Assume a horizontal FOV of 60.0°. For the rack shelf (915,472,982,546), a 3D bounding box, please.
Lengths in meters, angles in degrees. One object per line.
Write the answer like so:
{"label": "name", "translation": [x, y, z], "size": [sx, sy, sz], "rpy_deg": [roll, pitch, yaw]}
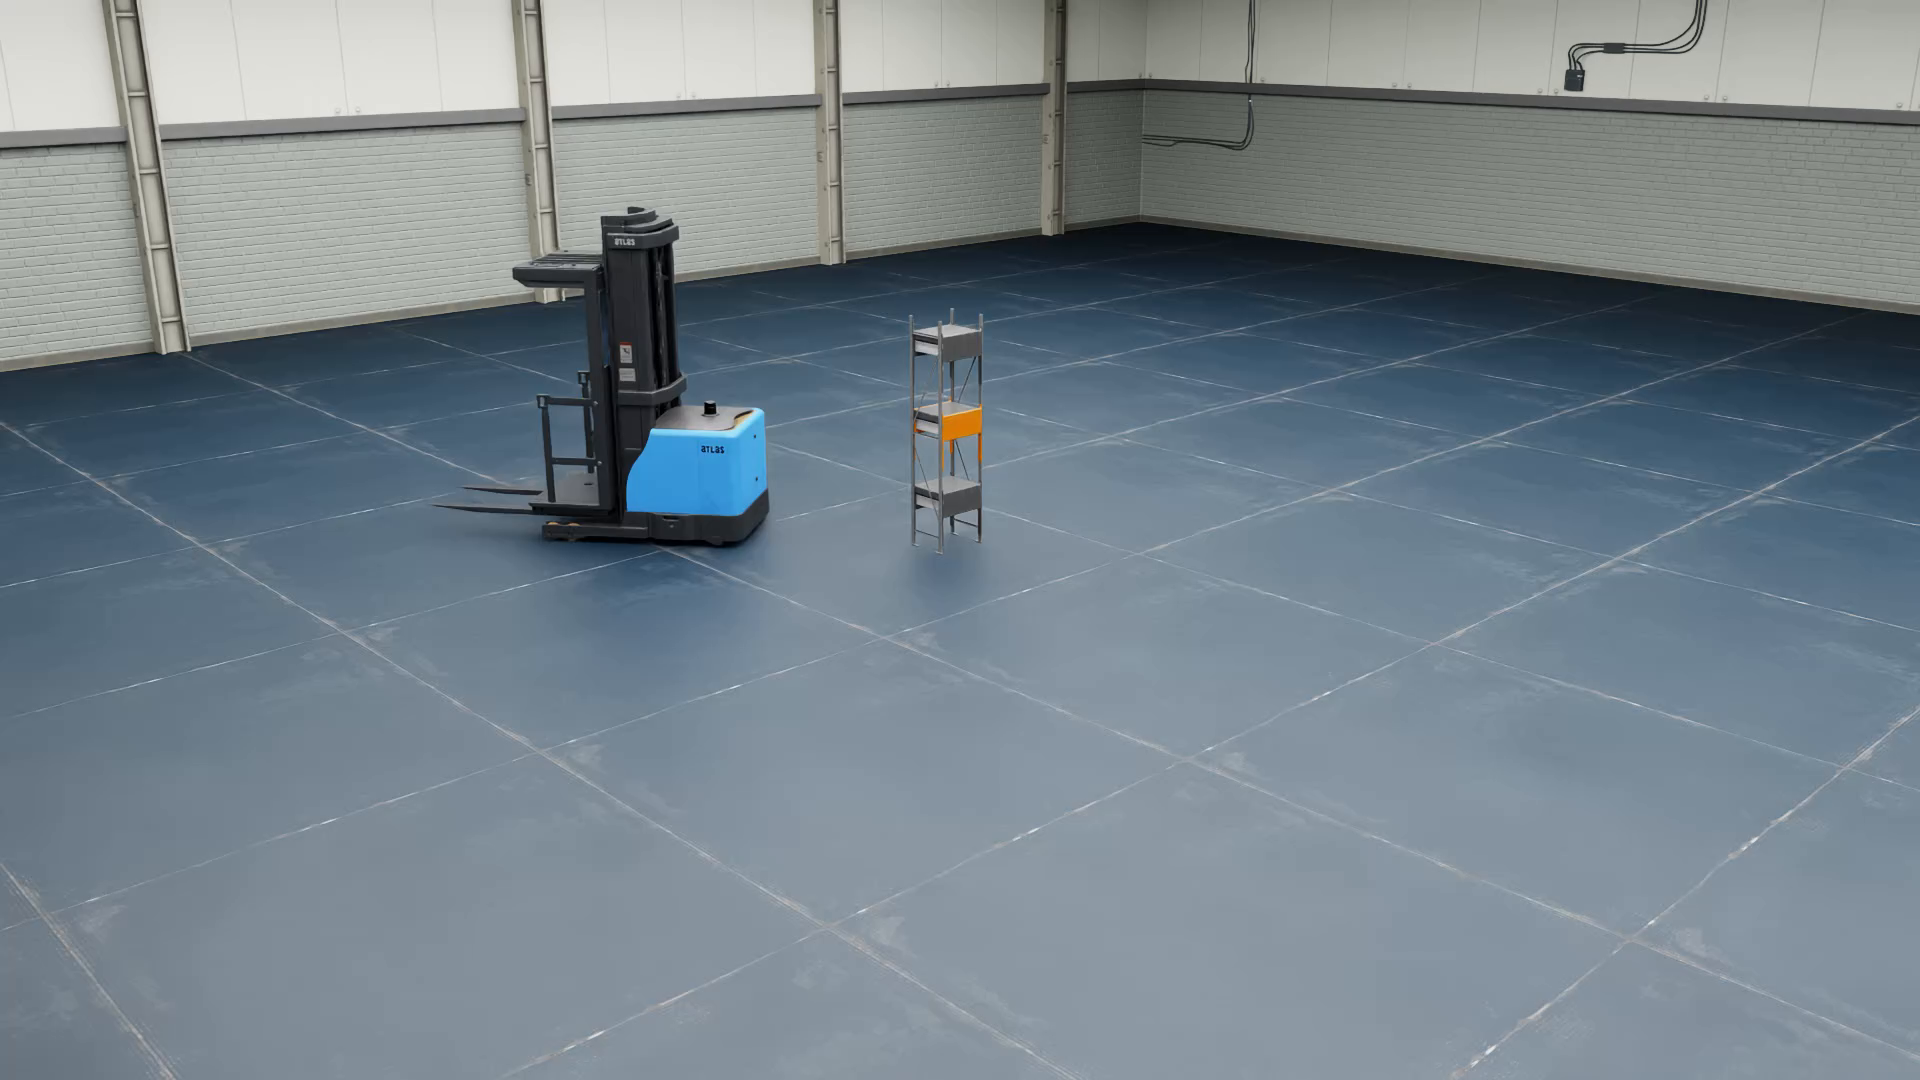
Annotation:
{"label": "rack shelf", "translation": [-0.120, -0.285, 15.038], "size": [0.480, 0.518, 0.431], "rpy_deg": [-16, 24, -41]}

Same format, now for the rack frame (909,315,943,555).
{"label": "rack frame", "translation": [-0.298, -0.912, 14.659], "size": [0.015, 2.100, 0.400], "rpy_deg": [-16, 24, -41]}

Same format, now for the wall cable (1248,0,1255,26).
{"label": "wall cable", "translation": [6.869, -11.413, 32.707], "size": [0.112, 2.526, 3.097], "rpy_deg": [-16, 24, -41]}

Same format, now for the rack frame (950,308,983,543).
{"label": "rack frame", "translation": [0.057, -1.015, 14.977], "size": [0.015, 2.100, 0.400], "rpy_deg": [-16, 24, -41]}

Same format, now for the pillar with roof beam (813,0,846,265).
{"label": "pillar with roof beam", "translation": [0.560, -8.530, 26.969], "size": [0.400, 9.000, 9.100], "rpy_deg": [-16, 24, -41]}

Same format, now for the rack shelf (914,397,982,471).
{"label": "rack shelf", "translation": [-0.120, -0.951, 14.822], "size": [0.480, 0.518, 0.431], "rpy_deg": [-16, 24, -41]}

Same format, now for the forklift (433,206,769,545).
{"label": "forklift", "translation": [-3.382, -1.539, 15.243], "size": [3.031, 2.935, 1.130], "rpy_deg": [3, 18, 8]}

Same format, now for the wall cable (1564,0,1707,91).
{"label": "wall cable", "translation": [11.522, -10.581, 27.781], "size": [0.169, 6.003, 2.305], "rpy_deg": [-16, 24, -41]}

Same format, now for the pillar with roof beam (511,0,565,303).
{"label": "pillar with roof beam", "translation": [-3.800, -7.259, 23.048], "size": [0.400, 9.000, 9.100], "rpy_deg": [-16, 24, -41]}

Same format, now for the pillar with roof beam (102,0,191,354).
{"label": "pillar with roof beam", "translation": [-8.160, -5.987, 19.126], "size": [0.400, 9.000, 9.100], "rpy_deg": [-16, 24, -41]}

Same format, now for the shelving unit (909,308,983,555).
{"label": "shelving unit", "translation": [-0.120, -0.964, 14.818], "size": [0.503, 2.100, 0.431], "rpy_deg": [-16, 24, -41]}

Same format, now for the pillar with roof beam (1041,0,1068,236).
{"label": "pillar with roof beam", "translation": [4.919, -9.802, 30.890], "size": [0.400, 9.000, 9.100], "rpy_deg": [-16, 24, -41]}

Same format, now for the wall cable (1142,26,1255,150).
{"label": "wall cable", "translation": [5.011, -9.617, 35.356], "size": [0.112, 2.526, 3.097], "rpy_deg": [-16, 24, -41]}

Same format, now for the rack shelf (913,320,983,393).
{"label": "rack shelf", "translation": [-0.120, -1.617, 14.606], "size": [0.480, 0.518, 0.431], "rpy_deg": [-16, 24, -41]}
